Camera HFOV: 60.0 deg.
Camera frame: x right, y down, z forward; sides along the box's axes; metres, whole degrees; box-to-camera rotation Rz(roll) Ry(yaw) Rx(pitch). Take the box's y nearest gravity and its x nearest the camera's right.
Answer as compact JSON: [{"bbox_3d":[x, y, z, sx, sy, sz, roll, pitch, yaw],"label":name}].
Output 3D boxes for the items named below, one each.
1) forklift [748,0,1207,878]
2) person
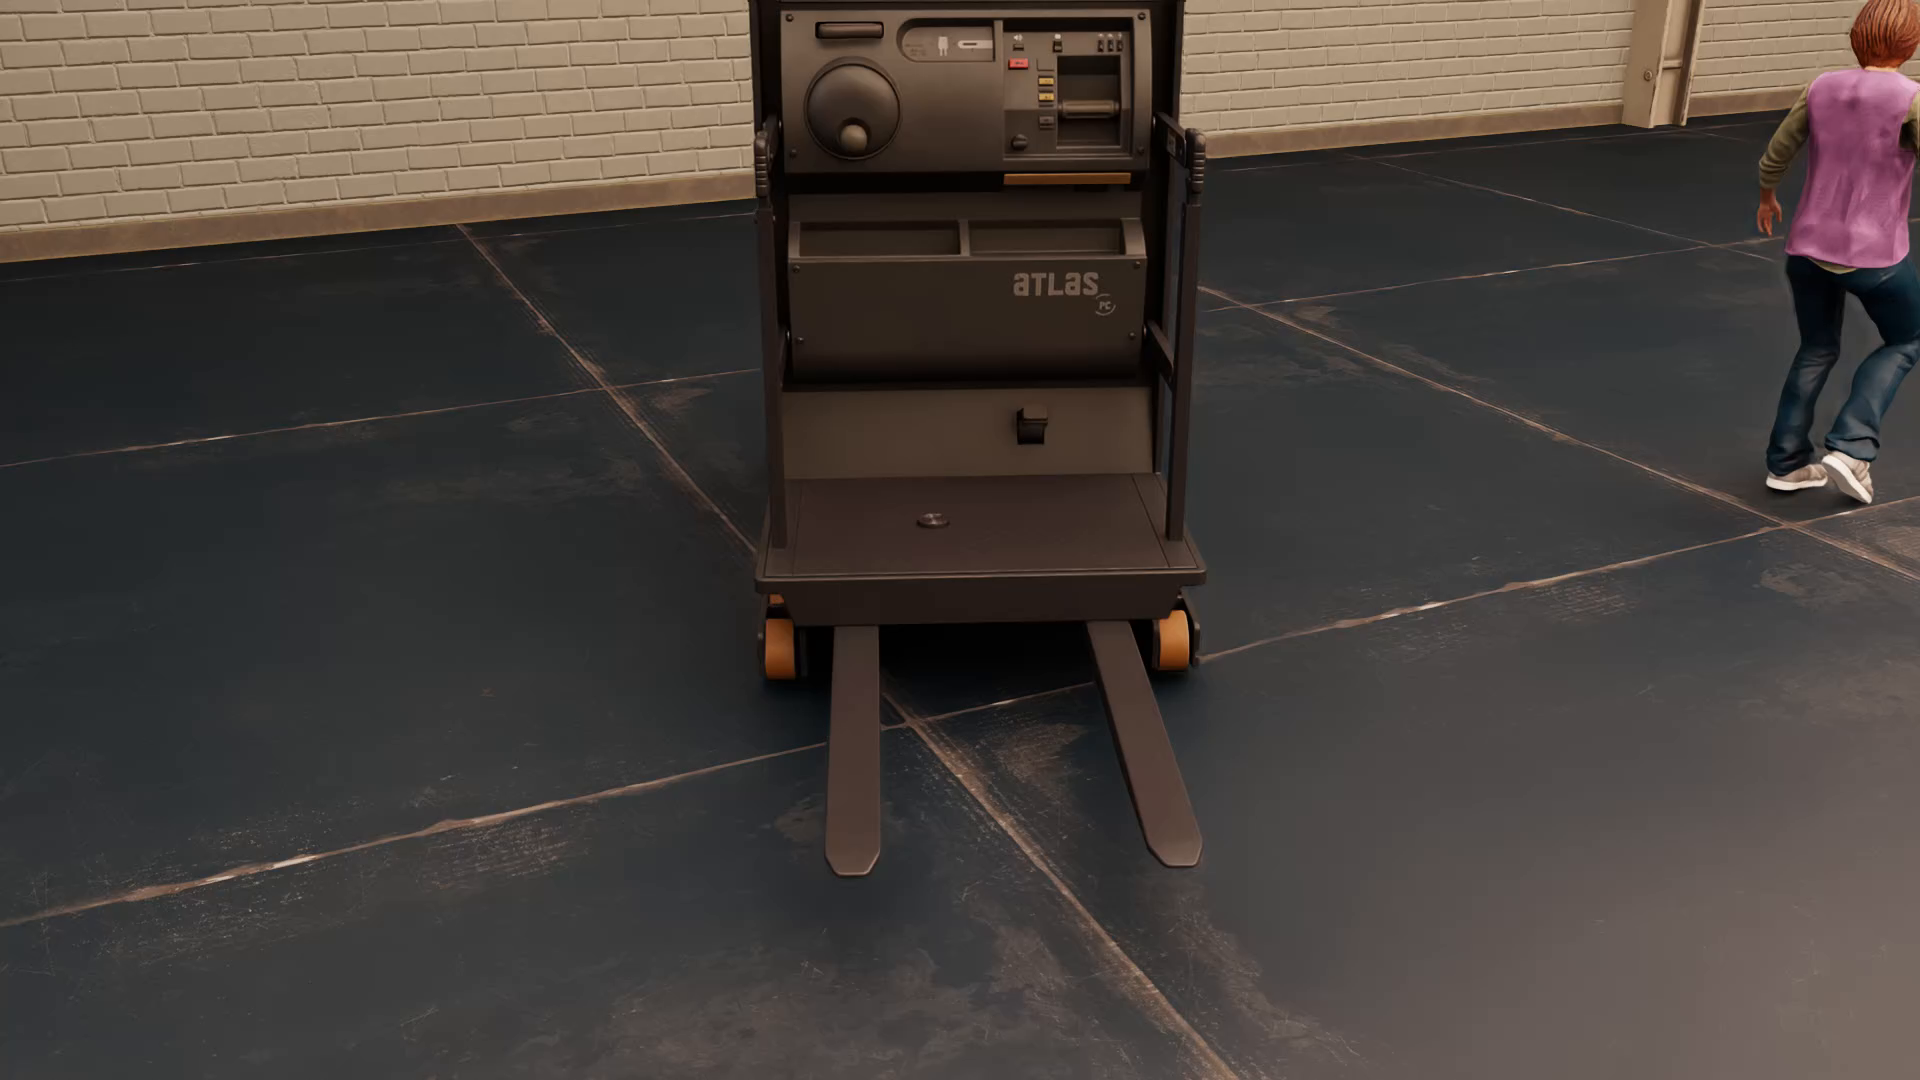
[{"bbox_3d":[0.030,-1.120,3.982,1.130,2.935,3.031,-1,23,-3],"label":"forklift"},{"bbox_3d":[2.789,-0.905,5.250,0.420,1.580,0.686,-13,26,-28],"label":"person"}]
